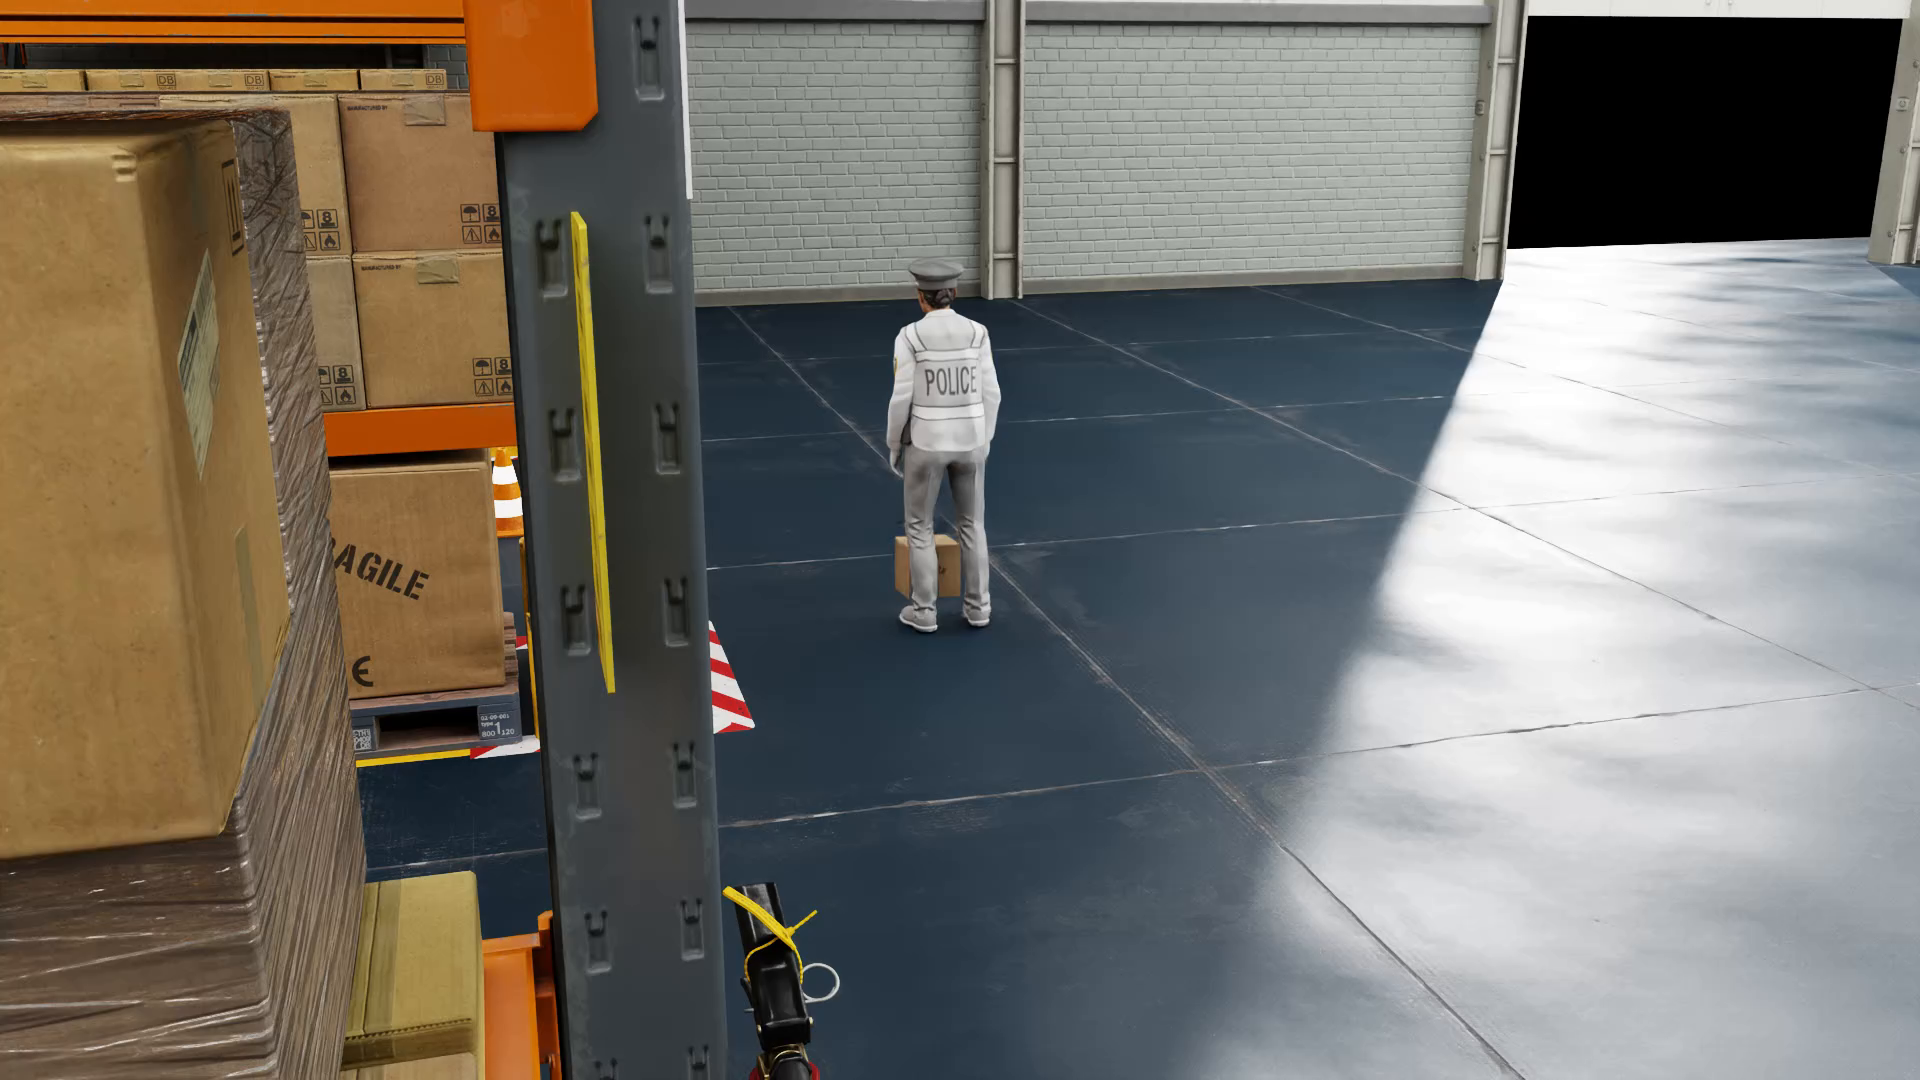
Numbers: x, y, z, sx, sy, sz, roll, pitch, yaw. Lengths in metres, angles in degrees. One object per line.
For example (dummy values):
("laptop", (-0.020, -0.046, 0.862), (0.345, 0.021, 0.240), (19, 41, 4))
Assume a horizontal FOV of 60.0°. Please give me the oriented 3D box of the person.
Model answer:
("person", (-0.077, -0.408, 7.434), (0.513, 1.665, 0.360), (-5, 17, -17))
